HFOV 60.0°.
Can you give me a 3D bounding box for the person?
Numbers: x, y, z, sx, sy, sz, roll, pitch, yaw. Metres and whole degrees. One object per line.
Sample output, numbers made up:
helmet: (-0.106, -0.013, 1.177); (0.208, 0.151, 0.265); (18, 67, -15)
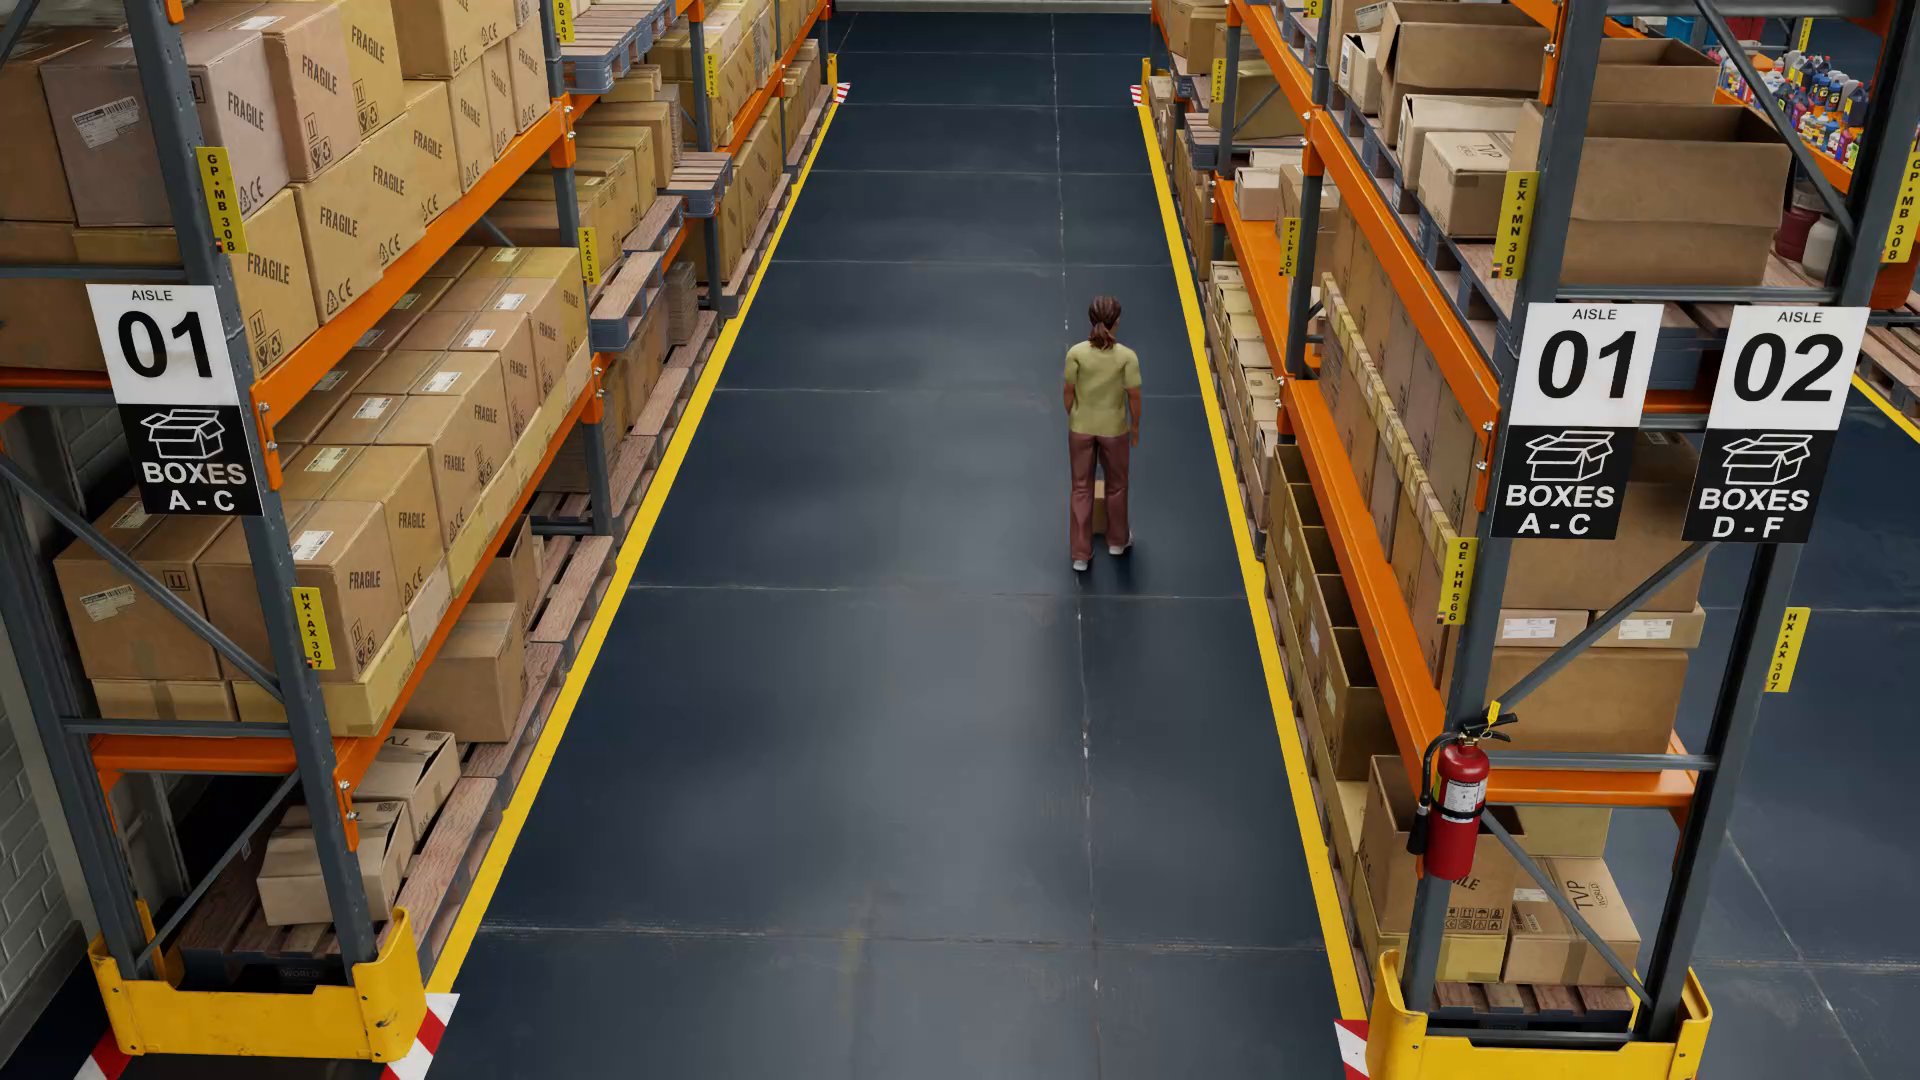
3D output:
person: (0.836, -0.656, 9.831); (0.464, 1.681, 0.544); (5, 28, 9)
